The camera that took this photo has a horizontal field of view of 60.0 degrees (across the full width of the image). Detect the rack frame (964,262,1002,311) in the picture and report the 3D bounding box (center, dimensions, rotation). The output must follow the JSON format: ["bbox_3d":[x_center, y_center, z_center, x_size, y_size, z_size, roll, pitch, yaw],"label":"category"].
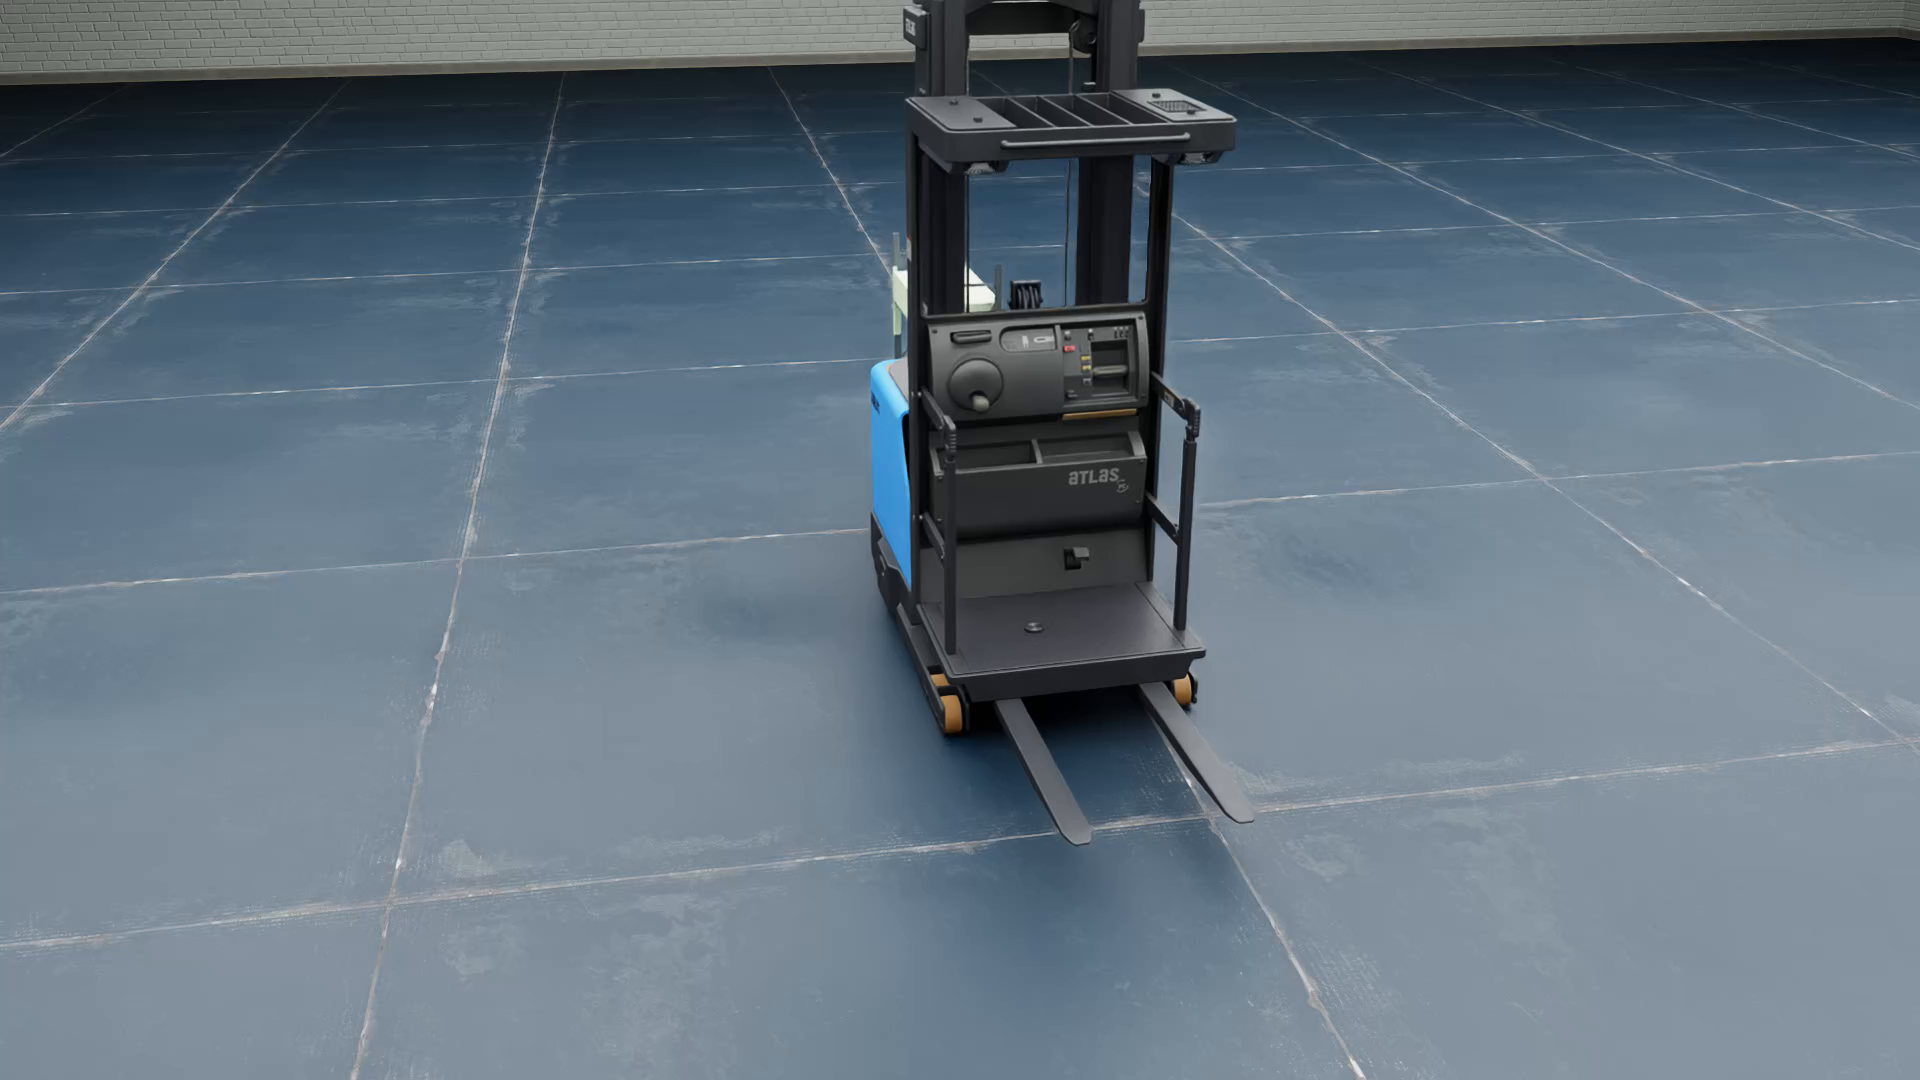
[{"bbox_3d":[0.008,-0.647,8.357,0.400,1.500,0.023,-5,24,-12],"label":"rack frame"}]

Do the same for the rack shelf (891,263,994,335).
[{"bbox_3d":[-0.074,-1.147,8.527,0.431,0.370,0.720,-5,24,-12],"label":"rack shelf"}]

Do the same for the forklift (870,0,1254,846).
[{"bbox_3d":[0.381,-0.702,6.695,1.130,2.935,3.031,-5,24,-12],"label":"forklift"}]

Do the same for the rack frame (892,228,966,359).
[{"bbox_3d":[-0.156,-0.932,9.010,0.400,1.500,0.023,-5,24,-12],"label":"rack frame"}]

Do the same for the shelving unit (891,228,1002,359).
[{"bbox_3d":[-0.074,-0.789,8.683,0.431,1.500,0.755,-5,24,-12],"label":"shelving unit"}]
